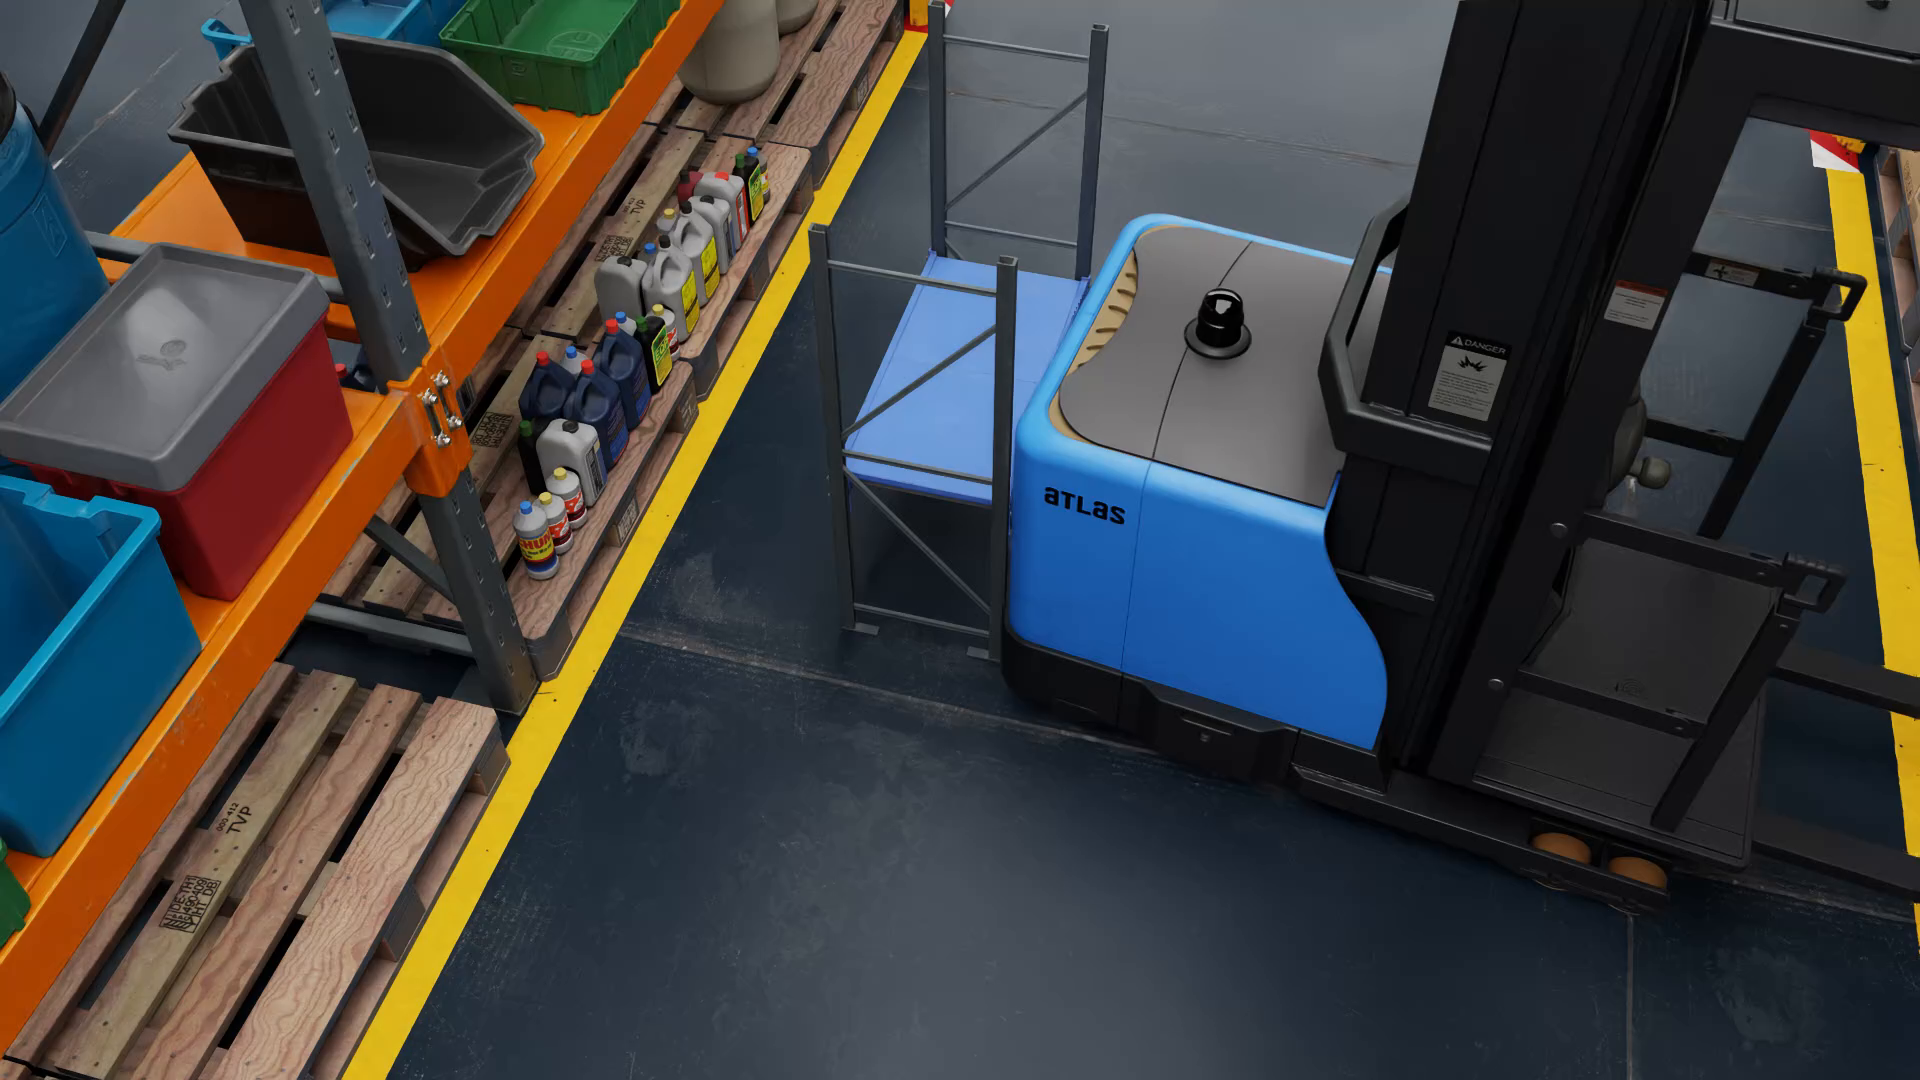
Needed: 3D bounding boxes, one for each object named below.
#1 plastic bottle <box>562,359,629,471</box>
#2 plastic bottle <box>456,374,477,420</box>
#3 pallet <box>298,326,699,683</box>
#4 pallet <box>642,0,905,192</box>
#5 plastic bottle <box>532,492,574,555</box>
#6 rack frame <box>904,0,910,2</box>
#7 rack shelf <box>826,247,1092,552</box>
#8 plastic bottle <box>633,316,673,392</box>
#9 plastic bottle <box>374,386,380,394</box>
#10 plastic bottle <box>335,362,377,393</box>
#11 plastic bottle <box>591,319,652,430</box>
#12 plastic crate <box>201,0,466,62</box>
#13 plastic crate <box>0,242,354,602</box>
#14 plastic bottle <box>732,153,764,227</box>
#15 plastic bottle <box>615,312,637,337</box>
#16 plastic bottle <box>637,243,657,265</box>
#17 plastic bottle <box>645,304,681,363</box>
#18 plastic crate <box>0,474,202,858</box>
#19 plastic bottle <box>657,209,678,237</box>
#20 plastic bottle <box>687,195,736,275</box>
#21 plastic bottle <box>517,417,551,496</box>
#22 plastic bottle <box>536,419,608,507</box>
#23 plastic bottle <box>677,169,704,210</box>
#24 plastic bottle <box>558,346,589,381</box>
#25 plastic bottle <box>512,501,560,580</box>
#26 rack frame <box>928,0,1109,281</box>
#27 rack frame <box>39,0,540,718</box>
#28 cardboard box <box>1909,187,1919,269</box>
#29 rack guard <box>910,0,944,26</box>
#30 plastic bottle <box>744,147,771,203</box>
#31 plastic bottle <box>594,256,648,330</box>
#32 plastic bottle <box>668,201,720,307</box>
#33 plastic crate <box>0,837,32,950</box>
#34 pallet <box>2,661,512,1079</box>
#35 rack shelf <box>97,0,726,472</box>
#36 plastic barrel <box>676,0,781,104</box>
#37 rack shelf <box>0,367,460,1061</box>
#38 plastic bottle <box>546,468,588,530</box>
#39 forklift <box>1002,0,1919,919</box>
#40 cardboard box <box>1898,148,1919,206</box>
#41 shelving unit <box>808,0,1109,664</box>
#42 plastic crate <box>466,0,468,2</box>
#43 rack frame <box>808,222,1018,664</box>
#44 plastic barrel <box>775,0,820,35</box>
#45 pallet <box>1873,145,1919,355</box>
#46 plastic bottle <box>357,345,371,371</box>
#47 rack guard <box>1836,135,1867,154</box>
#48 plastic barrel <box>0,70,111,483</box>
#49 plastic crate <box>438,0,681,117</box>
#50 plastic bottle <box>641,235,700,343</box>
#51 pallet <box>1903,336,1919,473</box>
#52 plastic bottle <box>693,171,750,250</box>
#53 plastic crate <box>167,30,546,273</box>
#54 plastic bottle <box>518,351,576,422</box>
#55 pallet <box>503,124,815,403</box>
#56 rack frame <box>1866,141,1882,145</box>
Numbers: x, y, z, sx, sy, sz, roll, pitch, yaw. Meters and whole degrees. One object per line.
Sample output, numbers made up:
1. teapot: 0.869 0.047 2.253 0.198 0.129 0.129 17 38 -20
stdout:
1. plastic bottle: -1.118 -0.393 5.070 0.144 0.351 0.185 13 50 11
2. plastic bottle: -1.640 -0.517 5.229 0.152 0.276 0.135 12 50 10
3. pallet: -1.514 -0.177 5.266 1.003 0.211 1.213 12 50 10
4. pallet: -0.872 -1.942 6.823 1.003 0.211 1.213 12 50 10
5. plastic bottle: -1.198 -0.060 4.875 0.097 0.201 0.097 0 49 0
6. rack frame: -0.678 -3.516 6.352 1.000 3.000 0.127 12 50 10
7. rack shelf: 0.022 -0.439 4.877 0.538 0.185 1.000 12 50 10
8. plastic bottle: -0.985 -0.619 5.314 0.061 0.283 0.133 14 50 12
9. plastic bottle: -1.701 -0.386 5.063 0.144 0.351 0.185 12 50 10
10. plastic bottle: -1.840 -0.414 5.088 0.144 0.351 0.185 10 49 9
11. plastic bottle: -1.069 -0.530 5.190 0.144 0.351 0.185 10 49 8
12. plastic crate: -1.702 -1.427 4.608 0.499 0.251 0.616 12 50 10
13. plastic crate: -1.563 -0.233 3.412 0.402 0.464 0.583 12 50 10
14. plastic bottle: -0.752 -1.259 5.879 0.061 0.283 0.133 13 50 11
15. plastic bottle: -1.066 -0.617 5.321 0.097 0.271 0.097 0 49 0
16. plastic bottle: -1.036 -0.915 5.630 0.097 0.201 0.097 0 49 0
17. plastic bottle: -0.972 -0.681 5.423 0.097 0.201 0.097 0 49 0
18. plastic crate: -1.721 0.242 3.046 0.392 0.384 0.575 12 50 10
19. plastic bottle: -0.993 -1.054 5.753 0.097 0.201 0.097 0 49 0
20. plastic bottle: -0.868 -1.068 5.715 0.152 0.276 0.135 10 49 9
21. plastic bottle: -1.269 -0.273 5.009 0.061 0.283 0.133 12 50 10
22. plastic bottle: -1.166 -0.250 4.993 0.152 0.276 0.135 13 50 11
23. plastic bottle: -0.935 -1.191 5.819 0.061 0.283 0.133 12 50 10
24. plastic bottle: -1.197 -0.496 5.213 0.097 0.271 0.097 0 49 0
25. plastic bottle: -1.224 -0.009 4.784 0.097 0.271 0.097 0 49 0
26. rack frame: 0.156 -0.926 5.067 0.500 1.500 0.032 12 50 10
27. rack frame: -1.731 -0.622 3.799 1.000 3.000 0.127 12 50 10
28. cardboard box: 3.615 -1.058 5.737 0.500 0.250 0.500 12 50 10
29. rack guard: -0.653 -2.624 7.233 1.175 0.500 0.348 12 50 10
30. plastic bottle: -0.739 -1.320 5.988 0.097 0.201 0.097 0 49 0
31. plastic bottle: -1.106 -0.824 5.500 0.152 0.276 0.135 12 50 10
32. plastic bottle: -0.908 -0.972 5.581 0.144 0.351 0.185 13 50 12
33. plastic crate: -1.917 0.763 2.717 0.450 0.188 0.662 12 50 10
34. pallet: -1.900 0.876 4.336 1.003 0.211 1.213 12 50 10
35. rack shelf: -1.205 -1.831 5.345 1.077 0.370 4.000 12 50 10
36. plastic barrel: -0.910 -1.978 6.374 0.421 0.512 0.421 0 49 0
37. rack shelf: -2.258 1.062 2.792 1.077 0.370 4.000 12 50 10
38. plastic bottle: -1.171 -0.133 4.940 0.097 0.201 0.097 0 49 0
39. forklift: 1.690 -0.440 3.684 3.031 2.935 1.130 17 51 14
40. cardboard box: 3.744 -1.421 6.057 0.500 0.250 0.500 12 50 10
41. shelving unit: 0.022 -0.558 4.742 0.538 1.500 1.048 12 50 10
42. plastic crate: -1.548 -1.760 4.978 0.530 0.136 0.437 12 50 10
43. rack frame: -0.112 -0.190 4.418 0.500 1.500 0.032 12 50 10
44. plastic barrel: -0.778 -2.340 6.694 0.421 0.512 0.421 0 49 0
45. pallet: 3.938 -1.051 6.037 1.003 0.211 1.213 12 50 10
46. plastic bottle: -1.789 -0.553 5.211 0.144 0.351 0.185 9 49 8
47. rack guard: 4.106 -1.726 6.440 1.175 0.500 0.348 12 50 10
48. plastic barrel: -2.125 -0.569 3.417 0.600 0.901 0.708 12 50 10
49. plastic crate: -1.102 -1.479 4.696 0.450 0.188 0.662 12 50 10
50. plastic bottle: -0.957 -0.837 5.462 0.144 0.351 0.185 11 50 10
51. pallet: 3.615 -0.172 5.261 1.003 0.211 1.213 12 50 10
52. plastic bottle: -0.832 -1.168 5.804 0.152 0.276 0.135 12 50 10
53. plastic crate: -1.471 -0.955 4.134 0.767 0.338 0.504 12 50 10
54. plastic bottle: -1.258 -0.422 5.095 0.144 0.351 0.185 12 50 10
55. pallet: -1.195 -1.063 6.047 1.003 0.211 1.213 12 50 10
56. rack frame: 4.099 -2.536 5.487 1.000 3.000 0.127 12 50 10
